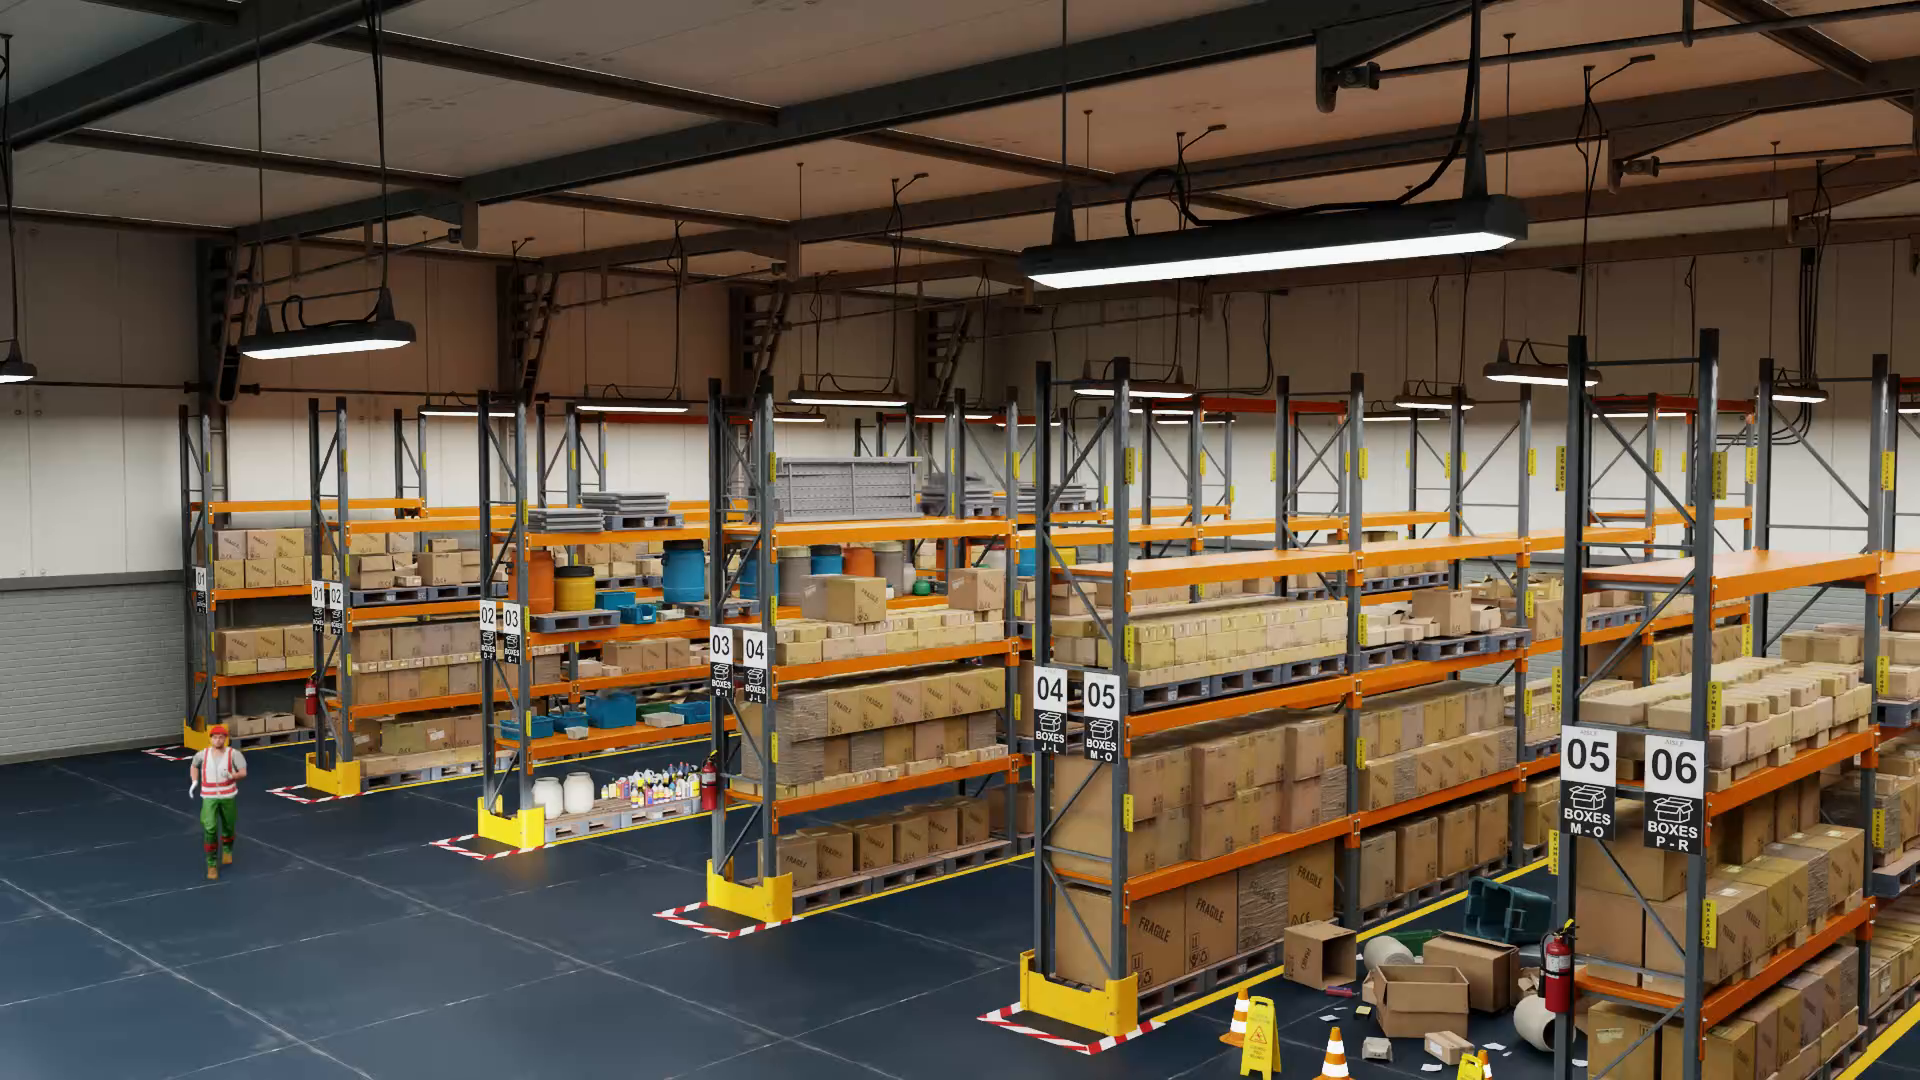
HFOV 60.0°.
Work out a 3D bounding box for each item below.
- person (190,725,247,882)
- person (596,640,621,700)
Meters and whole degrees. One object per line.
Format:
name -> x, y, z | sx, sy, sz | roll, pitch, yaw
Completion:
person -> -9.077, 3.179, 20.365 | 0.651, 1.833, 0.859 | -1, 3, -23
person -> -6.495, 2.692, 30.817 | 0.601, 1.667, 0.909 | 2, 4, 39
